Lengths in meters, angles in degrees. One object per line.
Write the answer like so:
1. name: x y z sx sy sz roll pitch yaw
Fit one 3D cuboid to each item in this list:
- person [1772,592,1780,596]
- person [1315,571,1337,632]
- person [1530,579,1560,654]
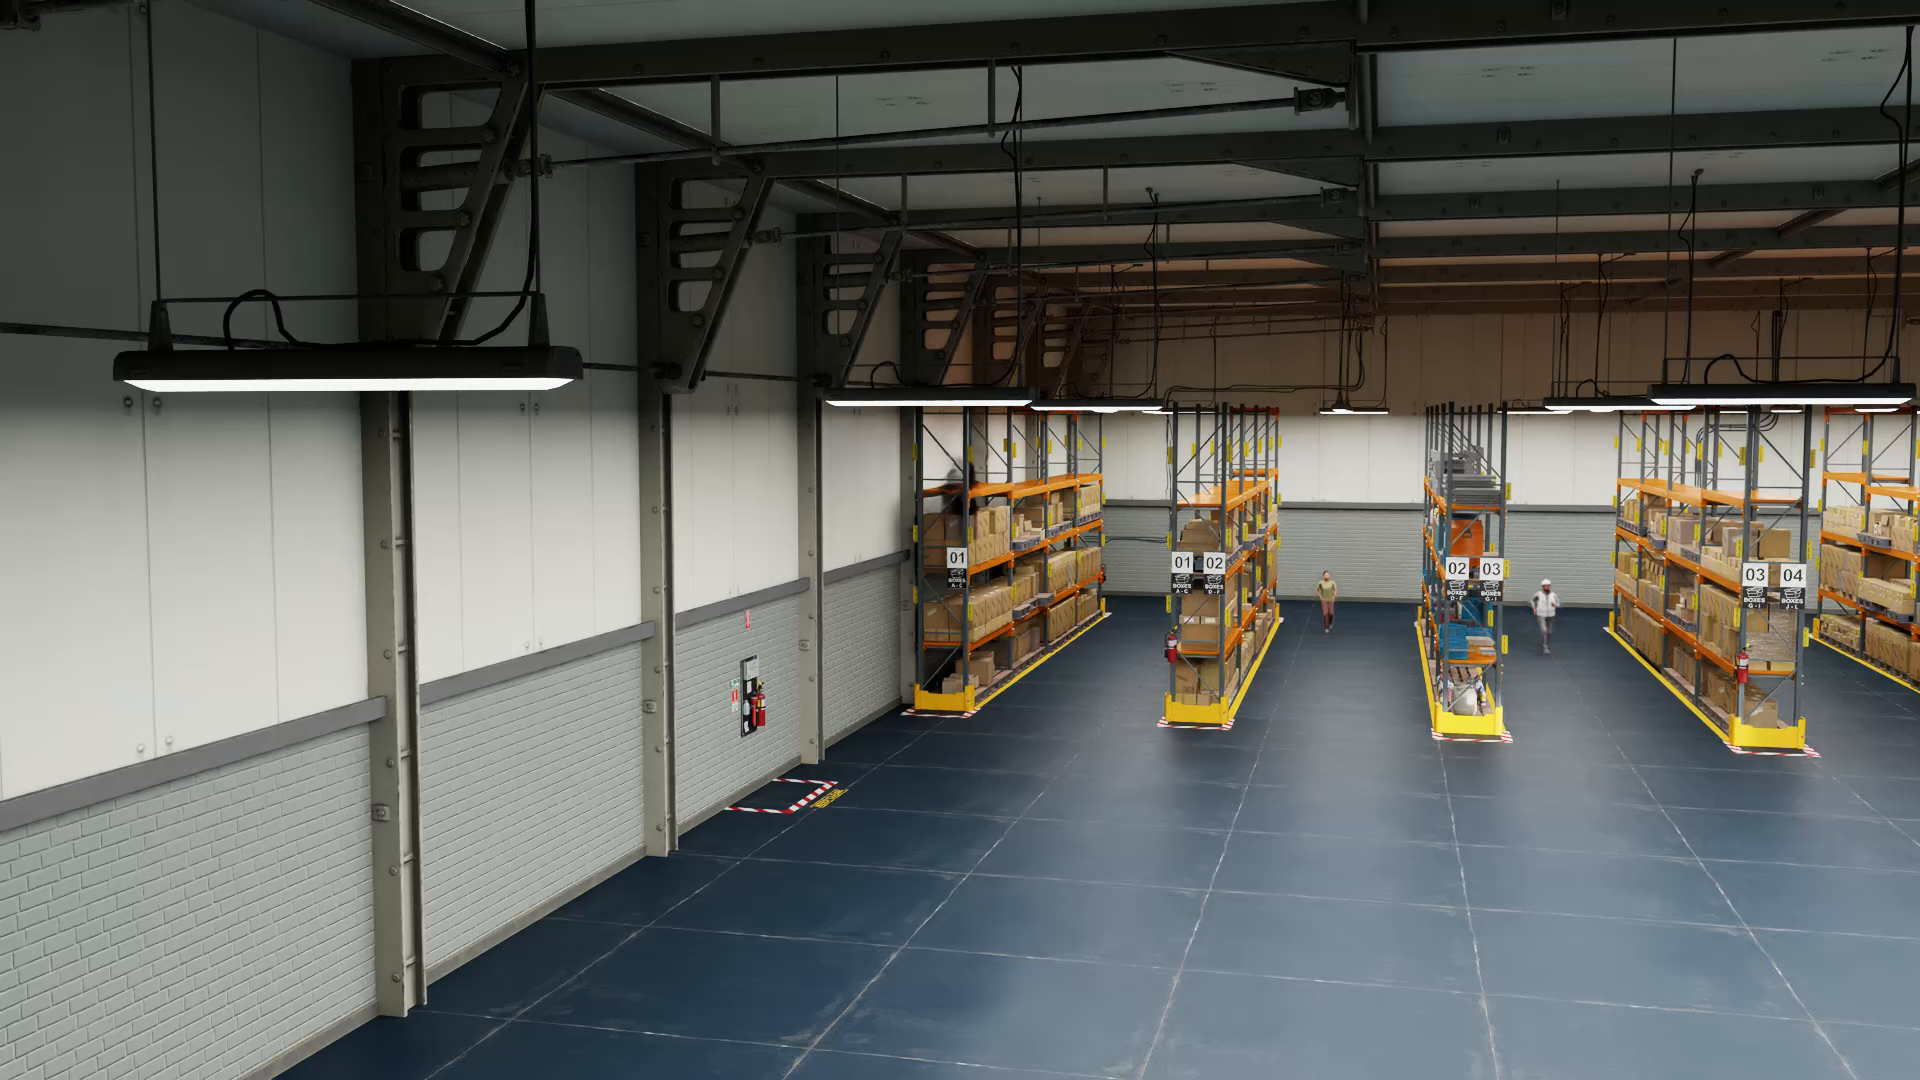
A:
1. person: 20.616 1.752 42.058 0.670 1.781 0.640 2 5 25
2. person: 9.762 1.636 44.336 0.586 1.635 0.545 1 4 9
3. person: 14.217 1.835 40.362 0.657 1.756 0.971 0 4 3
